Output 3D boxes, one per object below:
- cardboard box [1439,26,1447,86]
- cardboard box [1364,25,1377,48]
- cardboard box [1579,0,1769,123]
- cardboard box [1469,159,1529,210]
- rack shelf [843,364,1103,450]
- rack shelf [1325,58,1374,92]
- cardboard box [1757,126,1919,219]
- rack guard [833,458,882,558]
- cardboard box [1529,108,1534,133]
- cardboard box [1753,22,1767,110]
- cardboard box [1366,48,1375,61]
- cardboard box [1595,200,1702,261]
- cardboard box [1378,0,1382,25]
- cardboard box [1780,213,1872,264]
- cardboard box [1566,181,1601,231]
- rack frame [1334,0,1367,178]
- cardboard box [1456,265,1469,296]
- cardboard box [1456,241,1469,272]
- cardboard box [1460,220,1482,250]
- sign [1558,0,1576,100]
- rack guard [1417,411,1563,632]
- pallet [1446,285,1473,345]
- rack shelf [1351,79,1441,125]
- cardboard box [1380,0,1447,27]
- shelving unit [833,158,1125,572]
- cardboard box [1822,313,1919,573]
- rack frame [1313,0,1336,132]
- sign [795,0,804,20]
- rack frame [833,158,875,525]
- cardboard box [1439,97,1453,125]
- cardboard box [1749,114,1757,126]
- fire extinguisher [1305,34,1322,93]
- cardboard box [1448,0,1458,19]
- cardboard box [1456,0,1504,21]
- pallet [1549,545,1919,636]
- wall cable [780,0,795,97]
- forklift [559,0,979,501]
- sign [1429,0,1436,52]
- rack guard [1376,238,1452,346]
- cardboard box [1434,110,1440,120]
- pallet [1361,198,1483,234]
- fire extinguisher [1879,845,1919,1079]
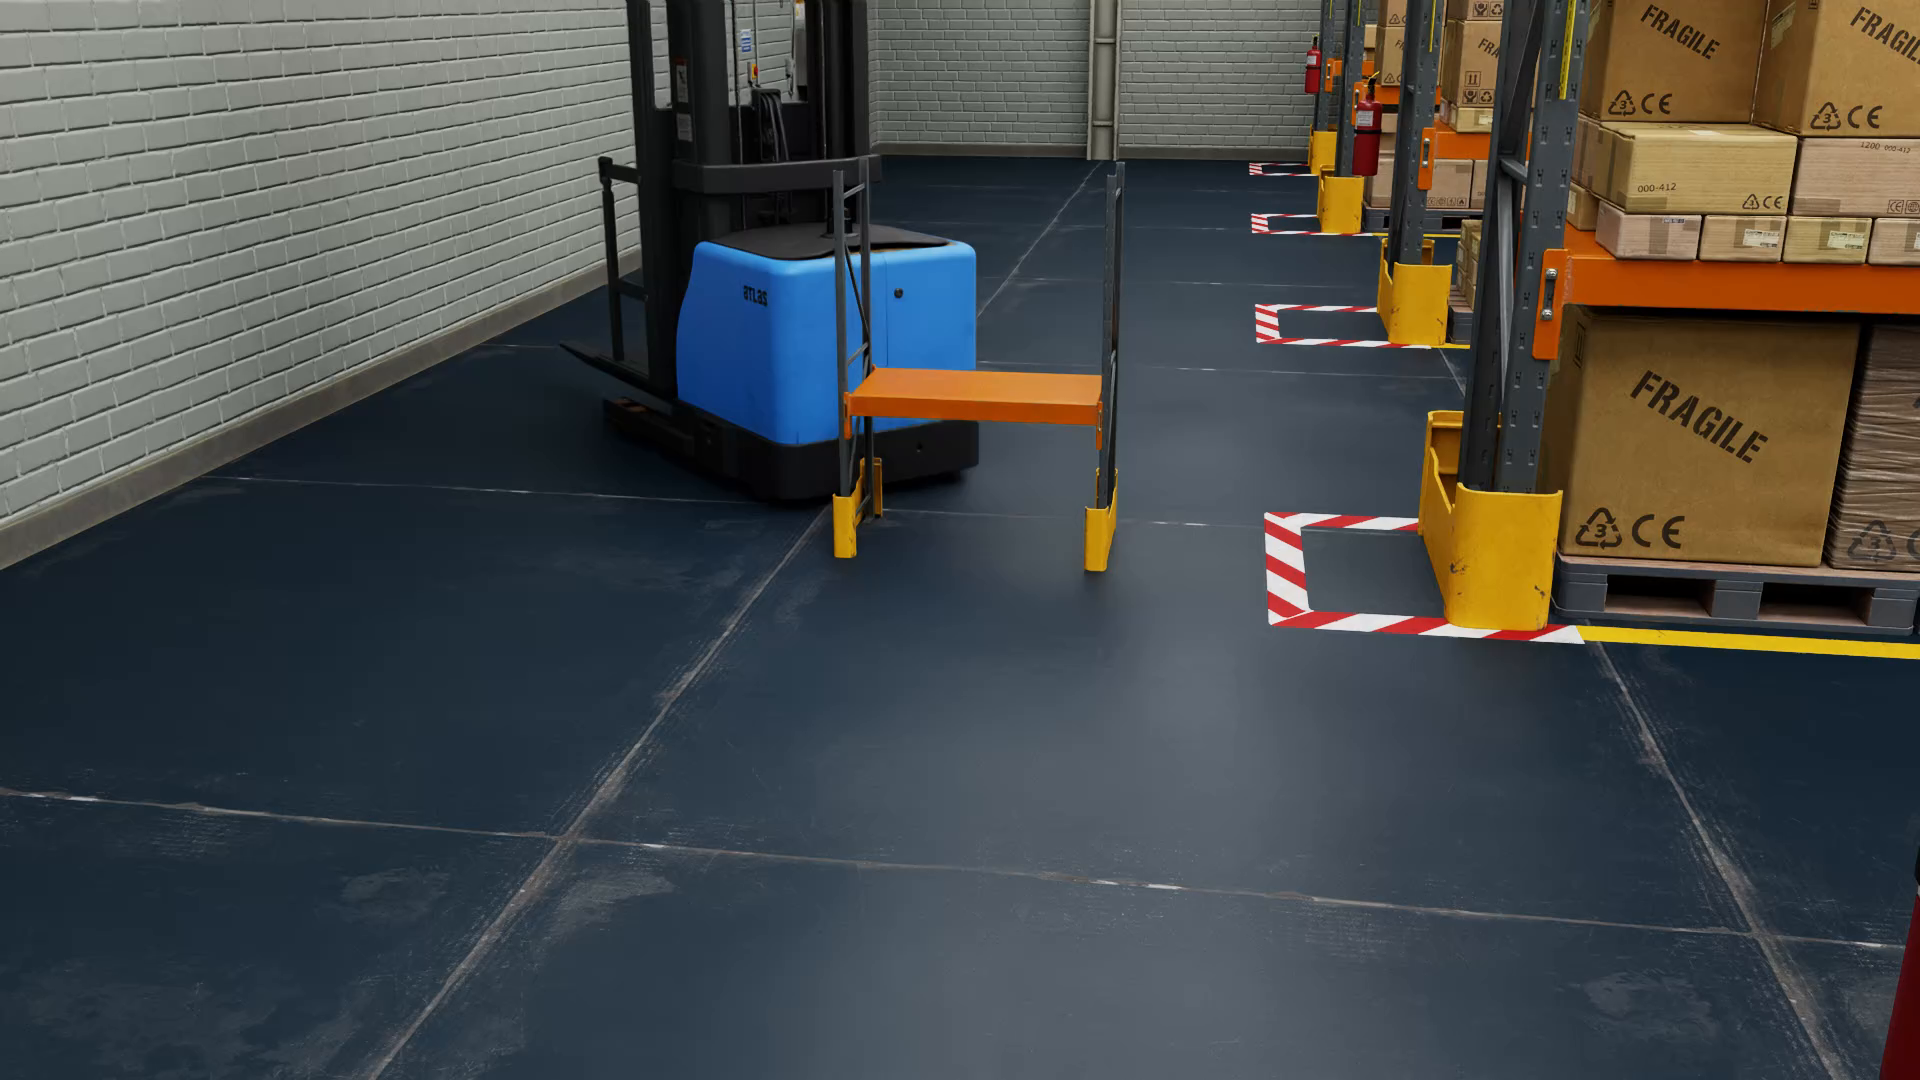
[{"bbox_3d":[4.518,-4.309,14.796,0.500,0.500,0.500,3,19,8],"label":"cardboard box"},{"bbox_3d":[4.774,-5.910,19.507,0.500,0.250,0.500,3,19,9],"label":"cardboard box"},{"bbox_3d":[2.536,-1.771,5.954,0.500,0.500,0.500,3,19,9],"label":"cardboard box"},{"bbox_3d":[5.158,-3.331,15.407,0.875,0.438,0.875,3,19,10],"label":"cardboard box"},{"bbox_3d":[0.084,-0.536,6.609,1.000,0.185,0.538,3,19,9],"label":"rack shelf"},{"bbox_3d":[6.344,-5.506,19.664,4.000,0.370,1.077,3,19,9],"label":"rack shelf"},{"bbox_3d":[2.959,-1.225,5.504,0.500,0.250,0.500,3,19,8],"label":"cardboard box"},{"bbox_3d":[-0.416,-0.140,6.827,0.087,0.250,0.587,3,19,9],"label":"rack guard"},{"bbox_3d":[3.426,-2.598,10.238,0.250,0.149,0.380,4,19,11],"label":"cardboard box"},{"bbox_3d":[4.818,-2.844,9.951,0.500,0.500,0.500,2,19,7],"label":"cardboard box"},{"bbox_3d":[4.909,-5.728,19.590,0.250,0.149,0.380,3,19,10],"label":"cardboard box"},{"bbox_3d":[2.312,-1.047,5.602,0.250,0.149,0.380,3,19,9],"label":"cardboard box"},{"bbox_3d":[4.099,-4.964,15.179,0.500,0.500,0.500,4,19,10],"label":"cardboard box"},{"bbox_3d":[2.818,-1.022,5.526,0.250,0.149,0.380,2,19,7],"label":"cardboard box"},{"bbox_3d":[2.418,-1.254,6.219,0.250,0.149,0.380,3,19,10],"label":"cardboard box"},{"bbox_3d":[3.586,-4.392,15.203,0.127,3.000,1.000,3,19,9],"label":"rack frame"},{"bbox_3d":[3.453,-1.722,11.055,0.250,0.149,0.380,3,19,10],"label":"cardboard box"},{"bbox_3d":[3.467,-1.888,11.079,0.250,0.149,0.380,2,19,7],"label":"cardboard box"},{"bbox_3d":[3.463,-2.019,11.002,0.250,0.149,0.380,3,19,9],"label":"cardboard box"},{"bbox_3d":[1.920,-1.562,5.255,0.005,0.325,0.100,3,19,9],"label":"sign"},{"bbox_3d":[1.990,-0.103,6.324,0.348,0.500,1.175,3,19,9],"label":"rack guard"},{"bbox_3d":[3.772,-1.458,10.829,1.213,0.211,1.003,3,19,9],"label":"pallet"},{"bbox_3d":[5.560,-3.950,15.016,4.000,0.370,1.077,3,19,9],"label":"rack shelf"},{"bbox_3d":[4.014,-4.800,14.690,0.500,0.500,0.500,3,19,7],"label":"cardboard box"},{"bbox_3d":[0.075,-0.707,6.554,1.083,1.500,0.587,3,19,9],"label":"shelving unit"},{"bbox_3d":[3.557,-0.426,6.036,0.875,0.875,0.875,3,19,9],"label":"cardboard box"},{"bbox_3d":[4.369,-5.948,19.851,0.127,3.000,1.000,3,19,9],"label":"rack frame"},{"bbox_3d":[-1.721,-5.704,17.823,0.001,0.242,0.339,3,19,9],"label":"sign"},{"bbox_3d":[-0.418,-0.733,6.629,0.032,1.500,0.500,3,19,9],"label":"rack frame"},{"bbox_3d":[3.267,-2.789,10.808,0.250,0.149,0.380,3,19,9],"label":"cardboard box"},{"bbox_3d":[3.035,-1.391,5.999,0.500,0.250,0.500,3,19,8],"label":"cardboard box"},{"bbox_3d":[4.151,-5.597,19.512,0.183,0.674,0.296,3,19,9],"label":"fire extinguisher"},{"bbox_3d":[3.391,-3.554,10.495,0.500,0.500,0.500,3,19,8],"label":"cardboard box"},{"bbox_3d":[3.301,-3.393,10.015,0.500,0.500,0.500,3,19,8],"label":"cardboard box"},{"bbox_3d":[2.816,0.051,6.320,1.213,0.211,1.003,3,19,9],"label":"pallet"},{"bbox_3d":[-1.772,-5.595,17.198,0.122,1.984,0.588,3,19,9],"label":"wall cable"},{"bbox_3d":[-1.158,-1.970,8.072,1.130,2.935,3.031,-12,22,-32],"label":"forklift"},{"bbox_3d":[2.814,-3.077,9.908,0.005,0.325,0.100,3,19,9],"label":"sign"},{"bbox_3d":[2.975,-1.647,10.938,0.348,0.500,1.175,3,19,9],"label":"rack guard"},{"bbox_3d":[5.796,-4.846,19.835,0.500,0.500,0.700,4,19,11],"label":"cardboard box"},{"bbox_3d":[4.387,-3.054,15.598,1.213,0.211,1.003,3,19,9],"label":"pallet"},{"bbox_3d":[1.151,0.328,1.806,0.183,0.674,0.296,3,19,9],"label":"fire extinguisher"}]
